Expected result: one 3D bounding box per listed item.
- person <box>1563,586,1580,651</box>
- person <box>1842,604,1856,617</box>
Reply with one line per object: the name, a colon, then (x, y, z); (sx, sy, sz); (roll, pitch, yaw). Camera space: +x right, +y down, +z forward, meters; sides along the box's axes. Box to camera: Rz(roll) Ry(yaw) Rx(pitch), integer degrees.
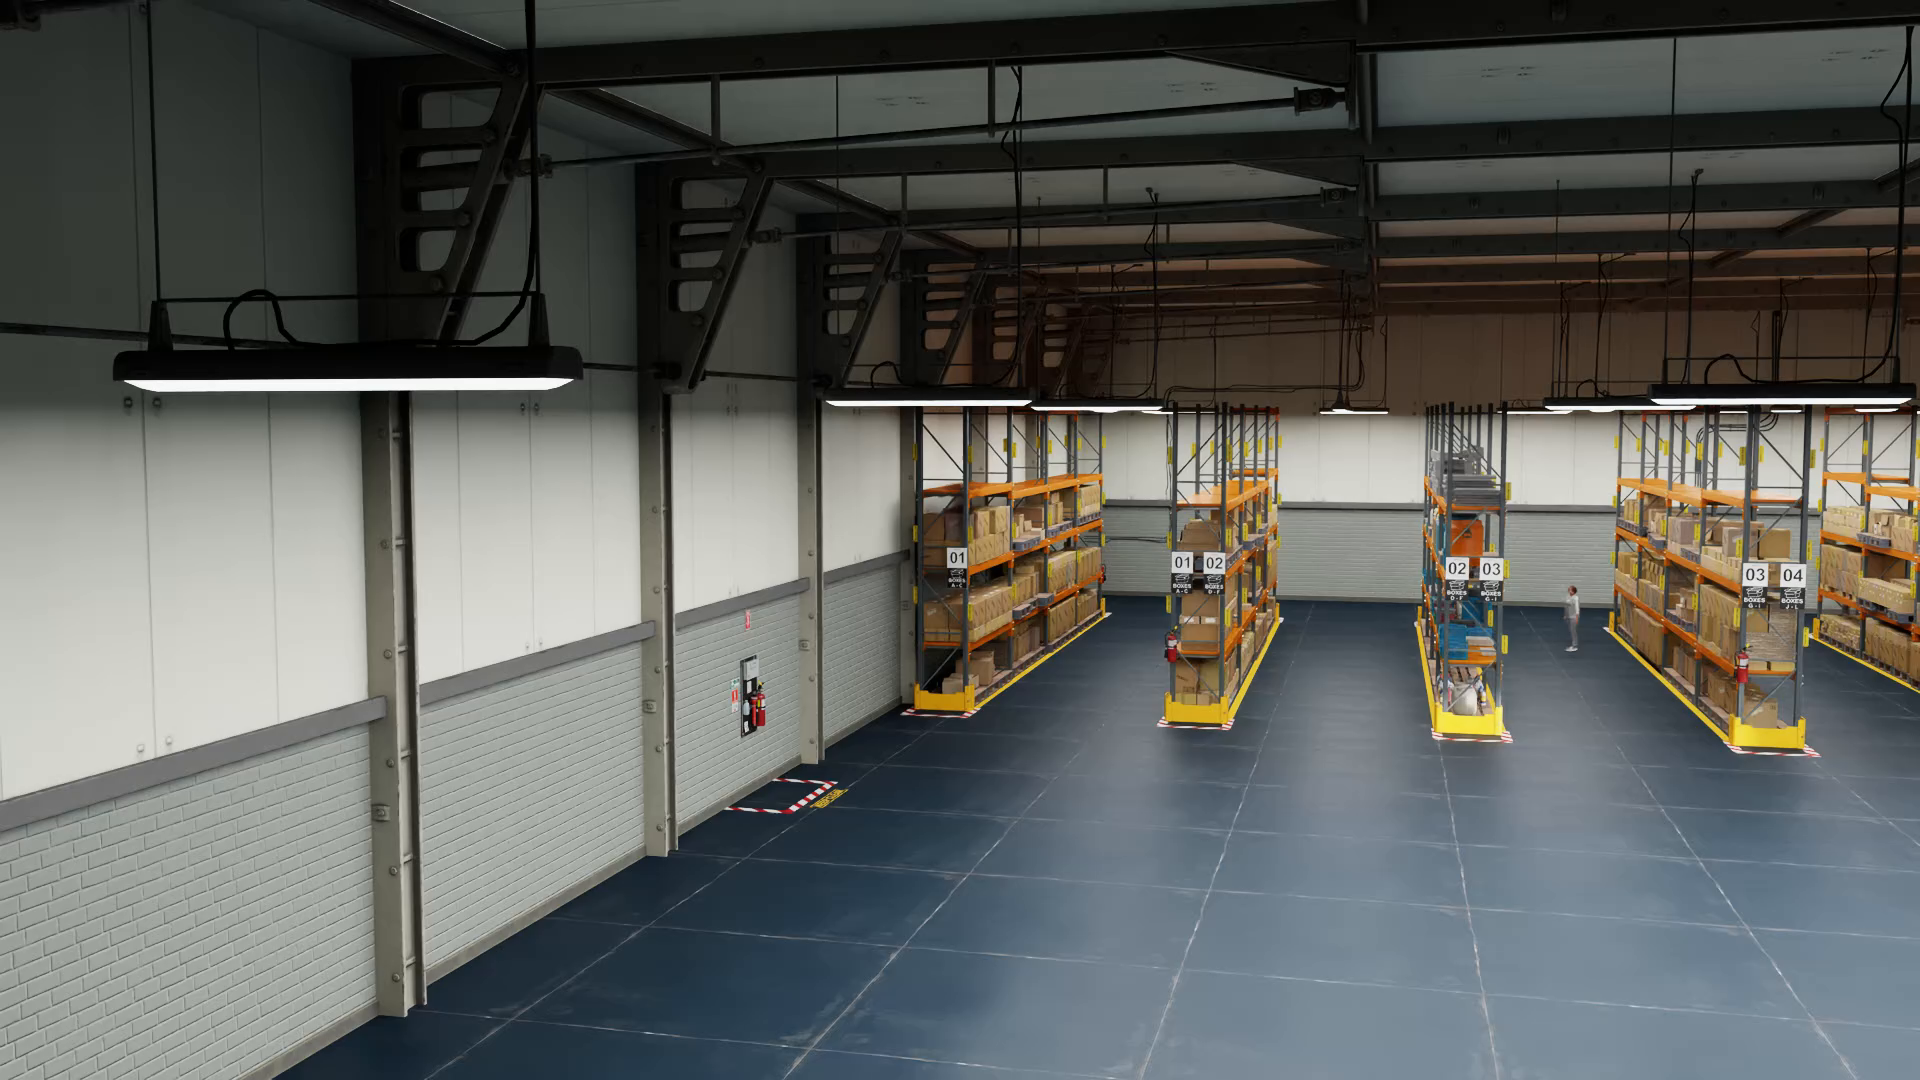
person: (14.970, 1.913, 40.716); (0.338, 1.603, 0.453); (0, 4, -2)
person: (25.192, 1.383, 47.040); (0.576, 1.710, 0.533); (1, 4, 10)
